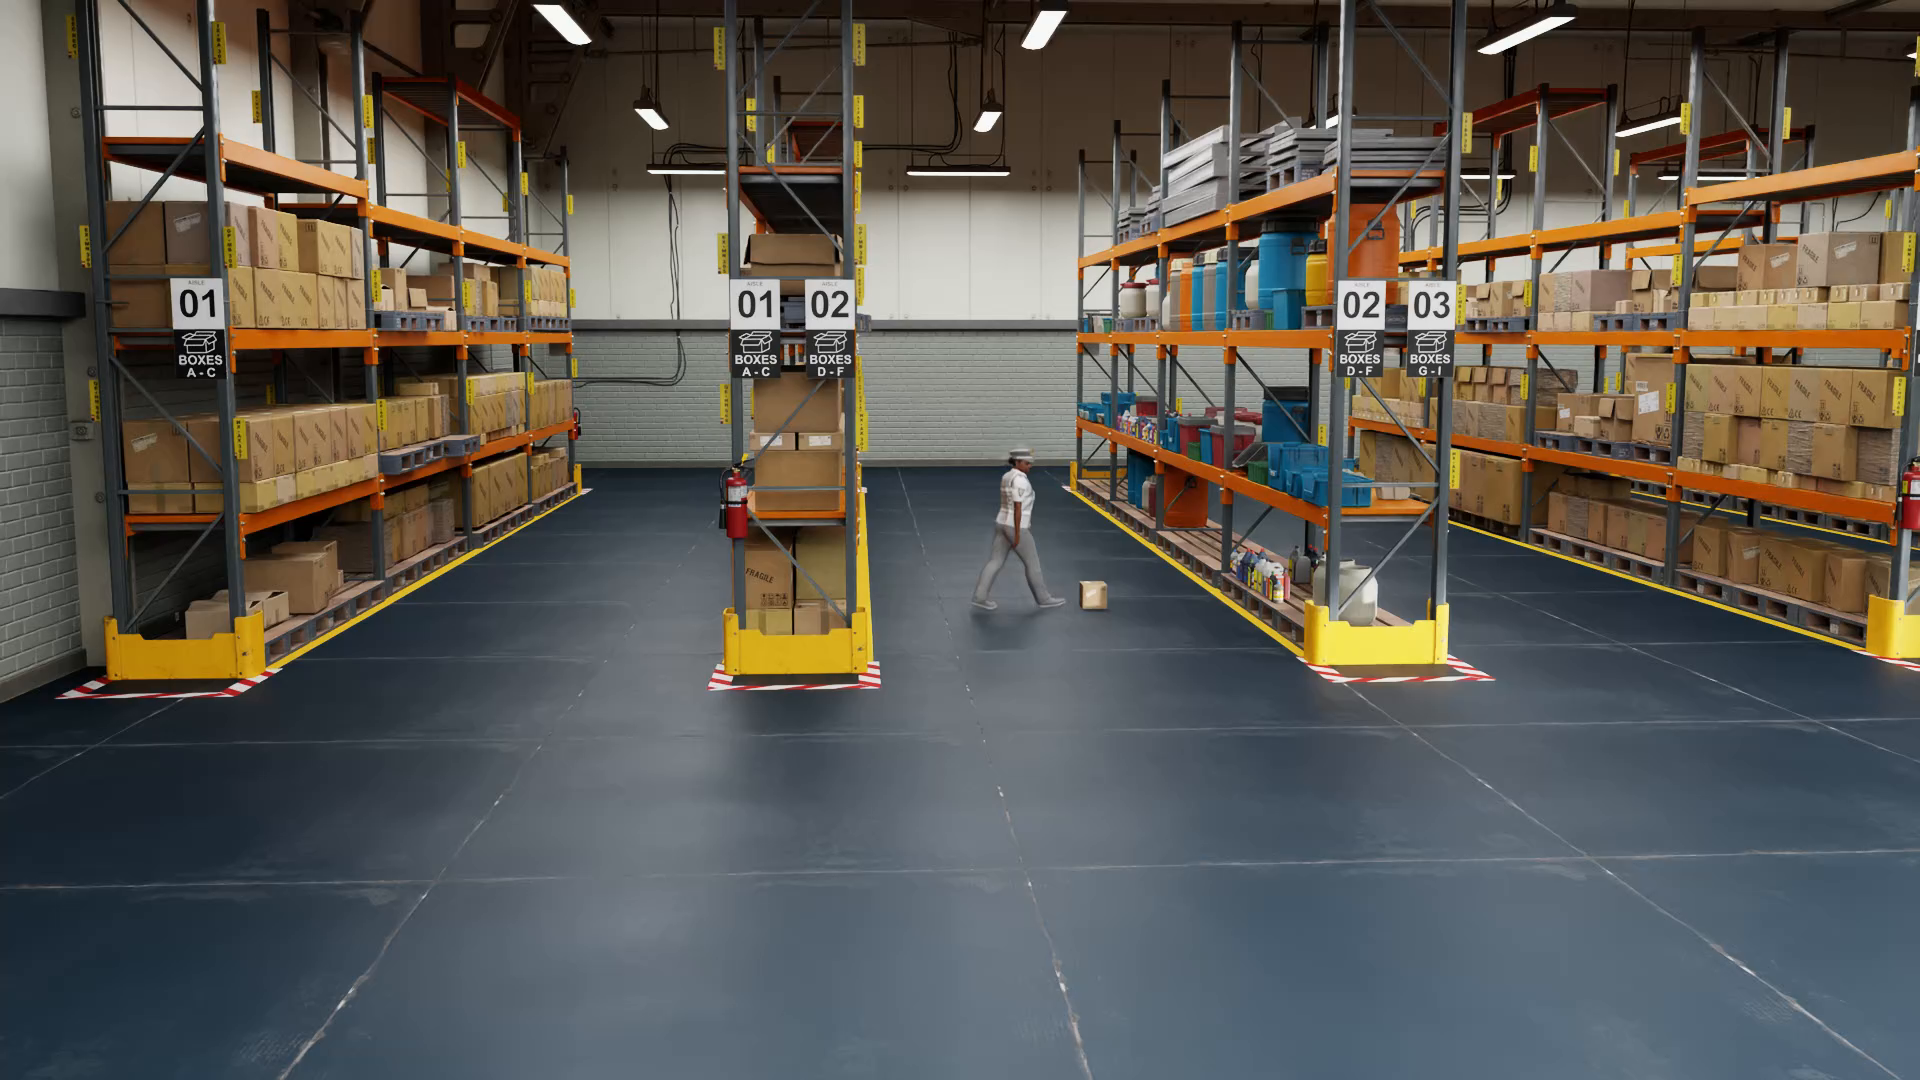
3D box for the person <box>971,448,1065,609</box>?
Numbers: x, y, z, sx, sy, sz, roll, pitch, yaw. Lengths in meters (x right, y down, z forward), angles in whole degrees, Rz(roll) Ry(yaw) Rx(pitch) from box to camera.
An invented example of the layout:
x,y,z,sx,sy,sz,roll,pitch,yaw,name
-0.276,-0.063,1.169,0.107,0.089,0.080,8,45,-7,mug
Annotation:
x,y,z,sx,sy,sz,roll,pitch,yaw,name
0.568,-0.114,16.612,0.962,1.605,0.457,-3,8,-25,person
